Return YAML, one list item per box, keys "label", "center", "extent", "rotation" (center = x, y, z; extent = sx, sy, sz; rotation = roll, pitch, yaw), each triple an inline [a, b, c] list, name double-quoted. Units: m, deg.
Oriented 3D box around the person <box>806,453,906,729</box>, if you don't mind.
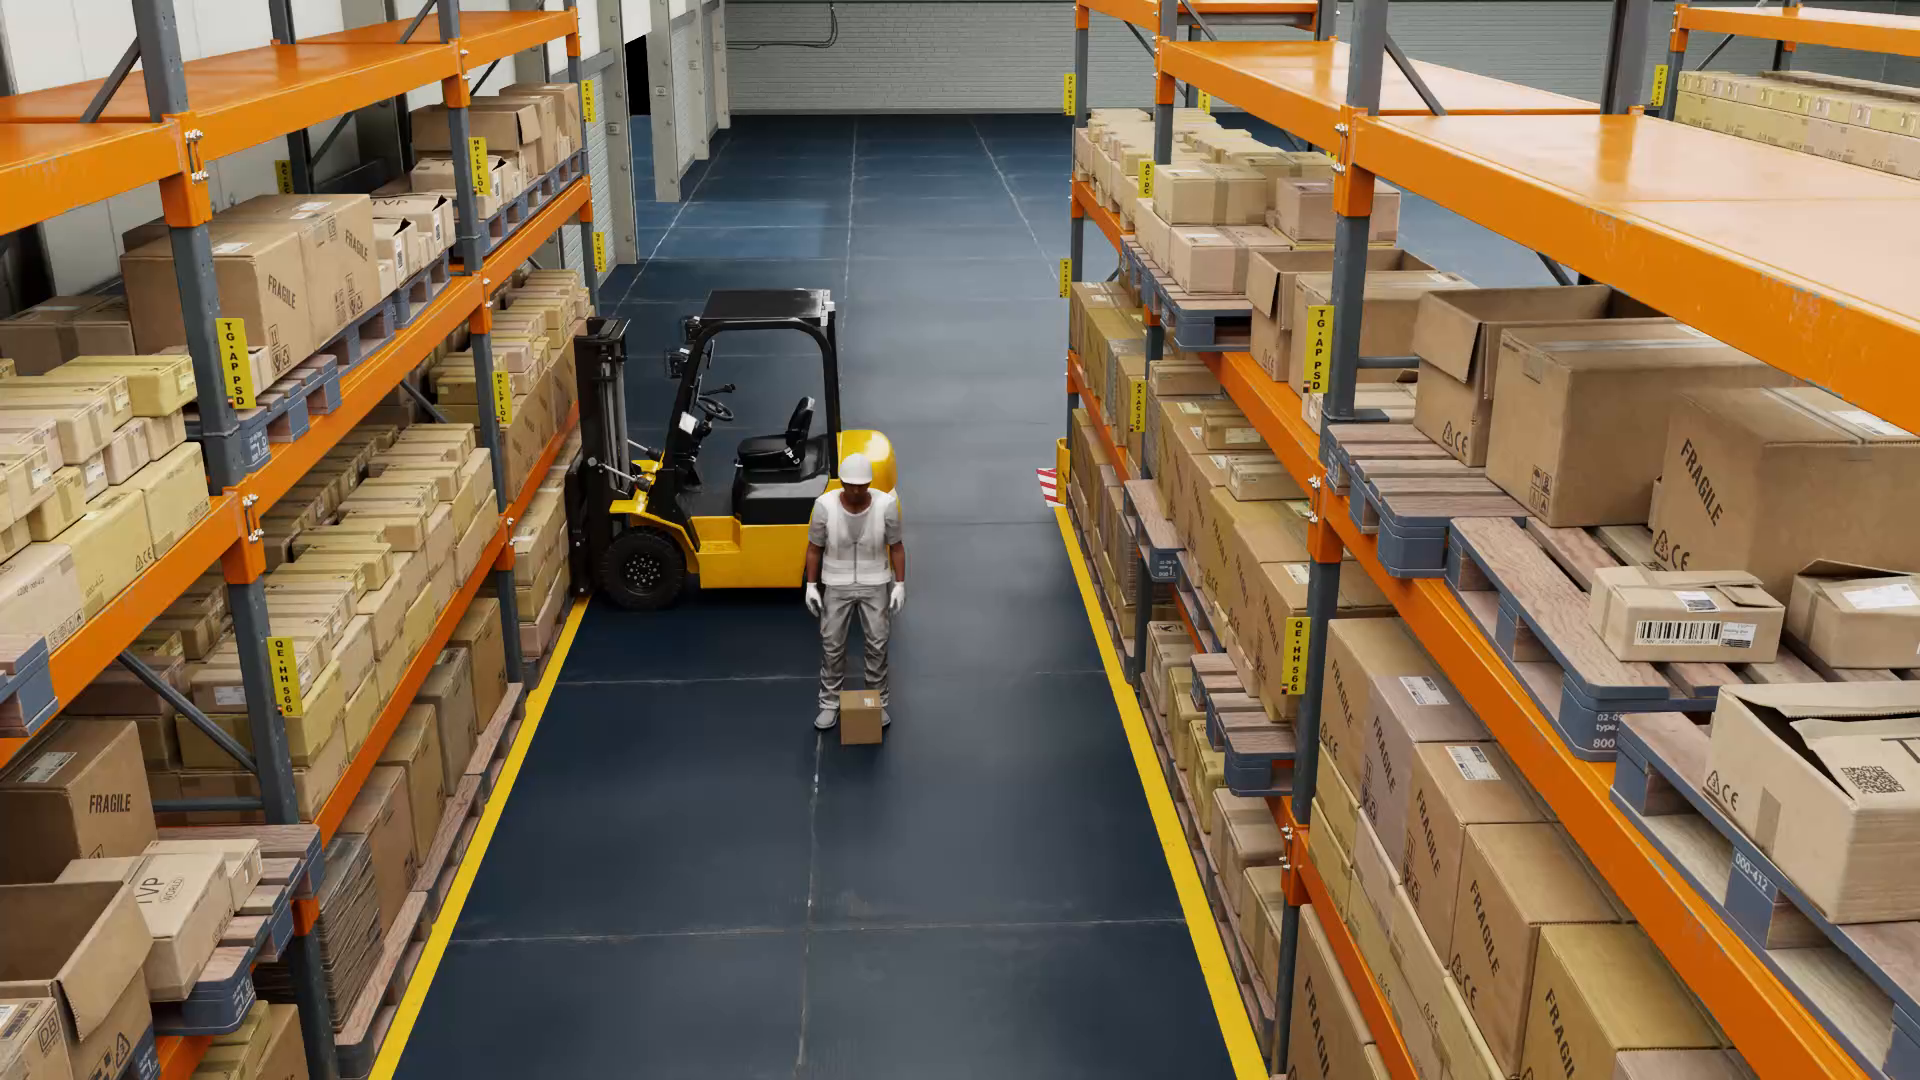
- label: "person"
  center: [-0.643, 0.302, 10.237]
  extent: [0.617, 1.775, 0.447]
  rotation: [-1, 20, -3]
